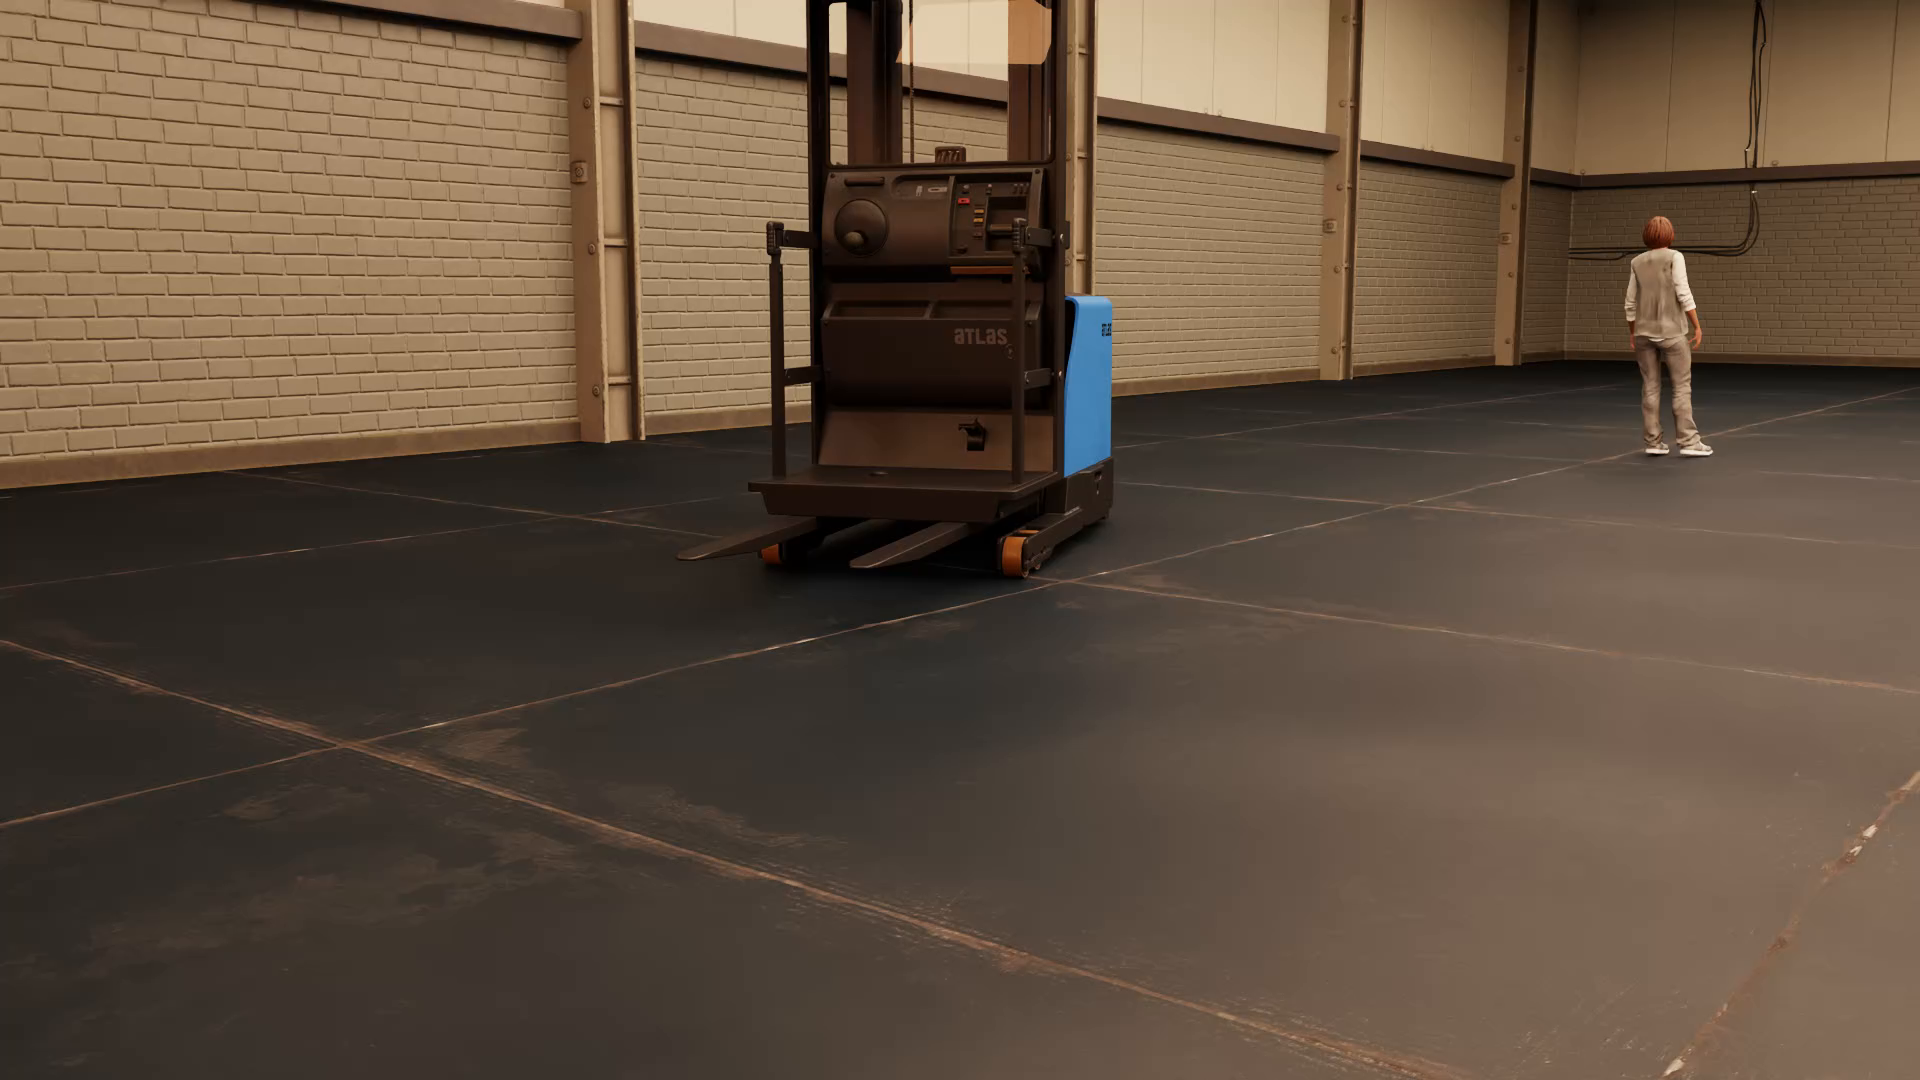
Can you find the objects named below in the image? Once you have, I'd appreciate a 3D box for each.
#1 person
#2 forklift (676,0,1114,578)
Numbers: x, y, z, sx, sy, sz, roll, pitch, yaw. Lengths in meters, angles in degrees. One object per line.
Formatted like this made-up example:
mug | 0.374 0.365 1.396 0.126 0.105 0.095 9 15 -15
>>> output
person | 4.781 -1.373 11.226 0.475 1.596 0.520 -6 10 -37
forklift | -0.176 -1.366 6.616 1.130 2.935 3.031 3 9 17
